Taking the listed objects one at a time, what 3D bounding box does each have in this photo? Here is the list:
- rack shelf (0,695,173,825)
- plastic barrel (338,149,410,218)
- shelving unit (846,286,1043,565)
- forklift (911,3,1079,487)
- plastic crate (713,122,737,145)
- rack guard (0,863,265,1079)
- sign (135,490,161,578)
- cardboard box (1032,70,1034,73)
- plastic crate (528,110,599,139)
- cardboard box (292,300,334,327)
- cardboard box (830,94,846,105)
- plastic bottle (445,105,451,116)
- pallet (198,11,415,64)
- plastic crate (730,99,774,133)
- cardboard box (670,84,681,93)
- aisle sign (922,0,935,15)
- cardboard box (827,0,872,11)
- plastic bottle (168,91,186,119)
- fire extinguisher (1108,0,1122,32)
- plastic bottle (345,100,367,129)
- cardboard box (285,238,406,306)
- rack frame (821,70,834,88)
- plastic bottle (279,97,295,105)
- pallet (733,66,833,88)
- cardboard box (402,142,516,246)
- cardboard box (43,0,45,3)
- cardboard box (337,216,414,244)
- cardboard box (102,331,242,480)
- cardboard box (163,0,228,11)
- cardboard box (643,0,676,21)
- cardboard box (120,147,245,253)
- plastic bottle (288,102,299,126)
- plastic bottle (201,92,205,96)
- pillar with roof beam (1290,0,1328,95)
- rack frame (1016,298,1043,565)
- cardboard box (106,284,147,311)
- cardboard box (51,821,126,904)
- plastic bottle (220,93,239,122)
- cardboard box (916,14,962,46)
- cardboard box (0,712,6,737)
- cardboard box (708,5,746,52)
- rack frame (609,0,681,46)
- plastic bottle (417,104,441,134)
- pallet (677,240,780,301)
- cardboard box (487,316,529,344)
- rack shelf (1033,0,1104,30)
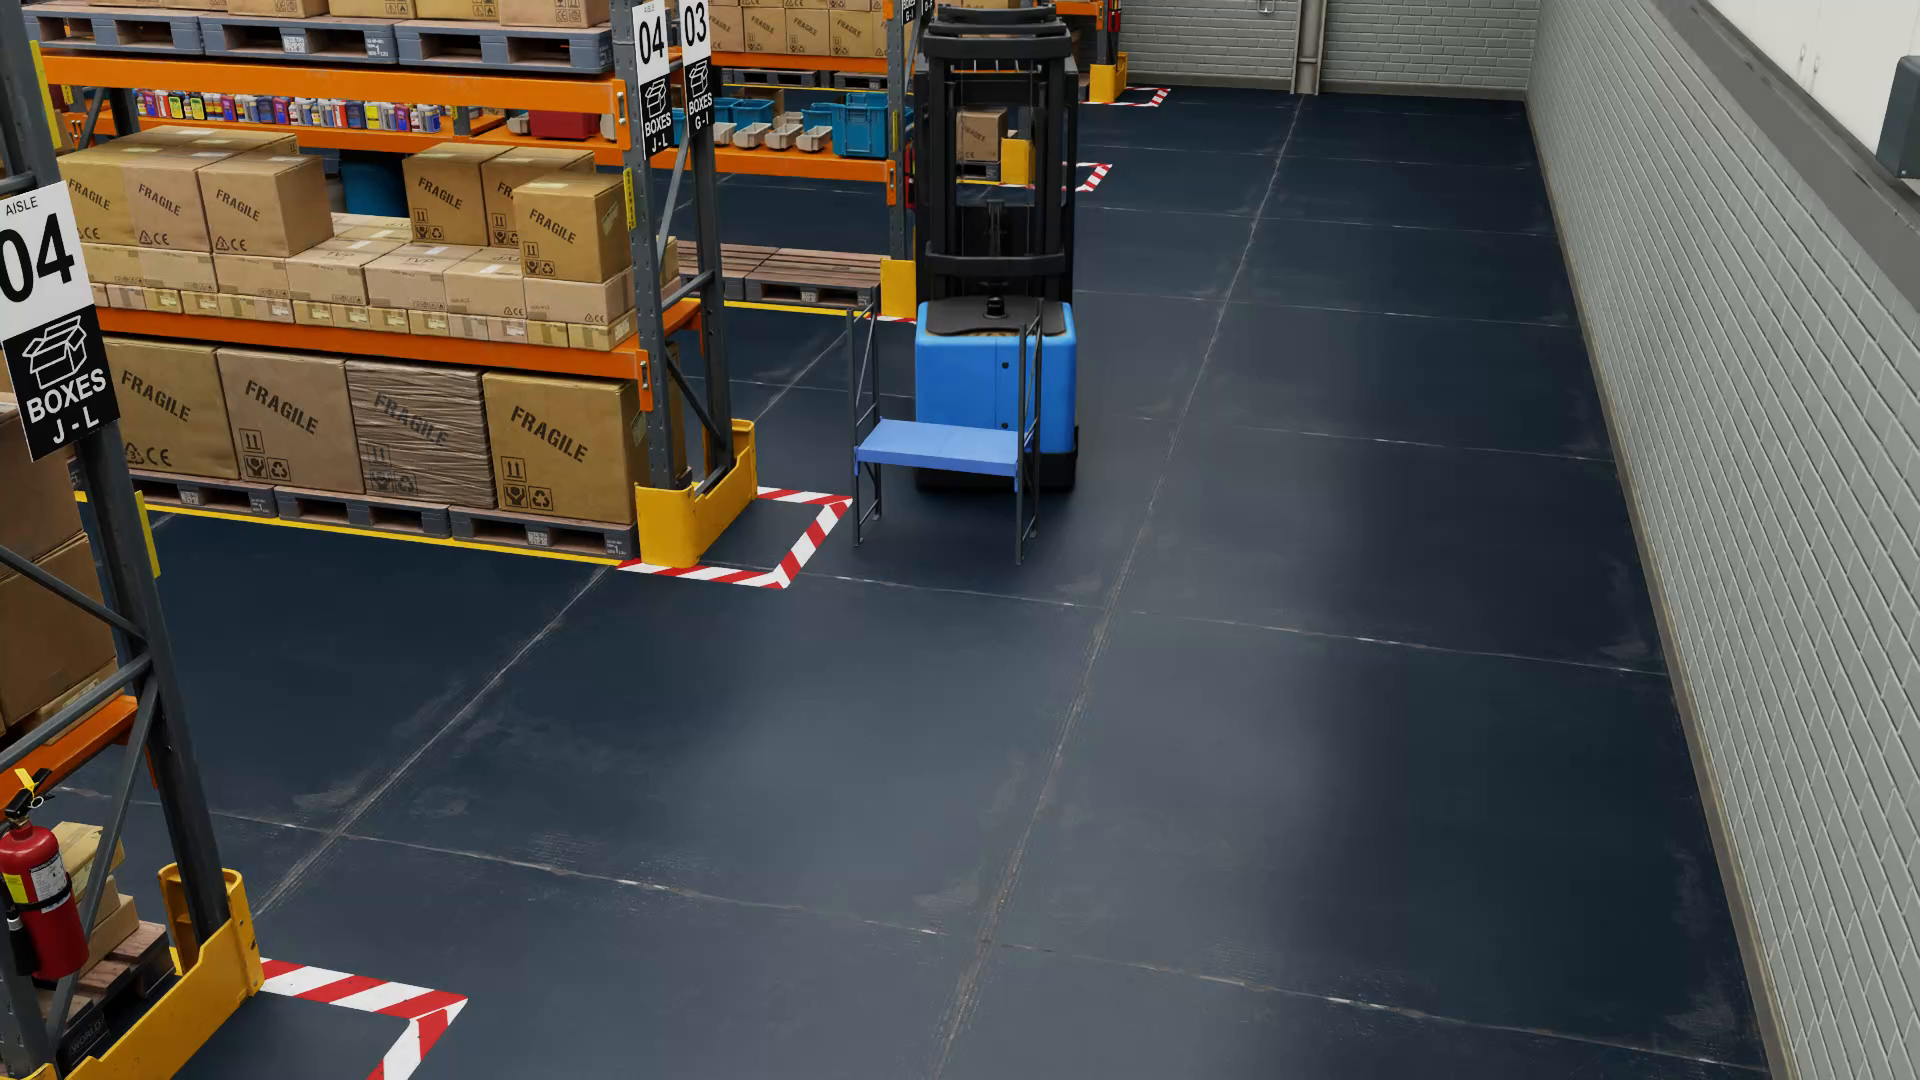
[{"bbox_3d":[-4.911,0.723,6.080,4.000,0.370,1.077,6,26,13],"label":"rack shelf"},{"bbox_3d":[-5.489,-3.316,15.677,0.708,0.901,0.600,6,26,13],"label":"plastic barrel"},{"bbox_3d":[-0.083,-0.686,9.947,1.048,1.500,0.538,6,26,13],"label":"shelving unit"},{"bbox_3d":[0.238,-2.251,11.568,1.130,2.935,3.031,0,25,0],"label":"forklift"},{"bbox_3d":[-2.086,-3.505,14.359,0.250,0.136,0.298,6,26,13],"label":"plastic crate"},{"bbox_3d":[-3.047,1.732,6.030,0.348,0.500,1.175,6,26,13],"label":"rack guard"},{"bbox_3d":[-2.839,-0.005,5.764,0.005,0.325,0.100,6,26,13],"label":"sign"},{"bbox_3d":[0.873,-6.776,23.413,0.500,0.500,0.700,6,26,13],"label":"cardboard box"},{"bbox_3d":[-3.479,-3.788,14.574,0.583,0.464,0.402,6,26,13],"label":"plastic crate"},{"bbox_3d":[-3.801,-1.421,10.037,0.250,0.149,0.380,6,26,11],"label":"cardboard box"},{"bbox_3d":[-1.223,-4.867,19.375,0.637,0.503,0.797,6,26,13],"label":"cardboard box"},{"bbox_3d":[-4.775,-4.079,15.558,0.097,0.201,0.097,0,25,0],"label":"plastic bottle"},{"bbox_3d":[-3.547,-2.961,9.594,1.213,0.211,1.003,6,26,13],"label":"pallet"},{"bbox_3d":[-1.839,-3.760,14.783,0.300,0.233,0.416,6,26,13],"label":"plastic crate"},{"bbox_3d":[-3.451,-5.217,20.115,0.500,0.500,0.500,5,26,11],"label":"cardboard box"},{"bbox_3d":[-0.263,-4.794,13.806,0.004,0.787,0.394,6,26,13],"label":"aisle sign"},{"bbox_3d":[-1.159,-6.158,18.415,0.500,0.500,0.500,7,26,15],"label":"cardboard box"},{"bbox_3d":[-7.250,-4.044,15.391,0.133,0.283,0.061,6,26,13],"label":"plastic bottle"},{"bbox_3d":[2.092,-7.217,22.443,0.183,0.674,0.296,6,26,13],"label":"fire extinguisher"},{"bbox_3d":[-5.432,-3.892,14.993,0.185,0.351,0.144,6,26,13],"label":"plastic bottle"},{"bbox_3d":[-3.665,-1.613,9.977,0.500,0.250,0.500,6,26,13],"label":"cardboard box"},{"bbox_3d":[-1.814,-8.057,23.683,0.127,3.000,1.000,6,26,13],"label":"rack frame"},{"bbox_3d":[-6.407,-4.240,15.802,0.133,0.283,0.061,6,26,13],"label":"plastic bottle"},{"bbox_3d":[-2.580,-6.849,24.390,1.213,0.211,1.003,6,26,13],"label":"pallet"},{"bbox_3d":[-3.026,-2.118,10.164,0.500,0.500,0.500,6,26,12],"label":"cardboard box"},{"bbox_3d":[-11.735,-6.994,21.336,0.500,0.500,0.700,6,26,12],"label":"cardboard box"},{"bbox_3d":[-3.536,-1.834,10.442,0.500,0.250,0.500,6,26,12],"label":"cardboard box"},{"bbox_3d":[-4.895,-0.997,10.837,0.875,0.875,0.875,6,26,13],"label":"cardboard box"},{"bbox_3d":[-4.222,-3.386,9.663,0.500,0.500,0.700,8,27,16],"label":"cardboard box"},{"bbox_3d":[-3.447,-6.373,19.541,0.500,0.500,0.700,-2,26,-5],"label":"cardboard box"},{"bbox_3d":[-4.639,-2.062,10.047,0.500,0.500,0.500,6,26,13],"label":"cardboard box"},{"bbox_3d":[-6.059,-3.884,15.149,0.097,0.201,0.097,0,25,0],"label":"plastic bottle"},{"bbox_3d":[-7.326,-4.361,16.151,0.097,0.201,0.097,0,25,0],"label":"plastic bottle"},{"bbox_3d":[3.819,-8.616,17.879,0.400,9.000,9.100,6,26,13],"label":"pillar with roof beam"},{"bbox_3d":[0.410,-0.632,9.832,0.032,1.500,0.500,6,26,13],"label":"rack frame"},{"bbox_3d":[-5.056,-1.559,10.327,0.250,0.149,0.380,5,26,11],"label":"cardboard box"},{"bbox_3d":[-3.396,1.243,6.285,0.250,0.149,0.380,5,26,11],"label":"cardboard box"},{"bbox_3d":[-6.709,-3.984,15.265,0.133,0.283,0.061,6,26,13],"label":"plastic bottle"},{"bbox_3d":[-0.175,-5.600,18.406,0.500,0.500,0.500,7,26,13],"label":"cardboard box"},{"bbox_3d":[-3.473,0.492,5.266,0.500,0.500,0.500,7,26,14],"label":"cardboard box"},{"bbox_3d":[-2.618,-5.871,18.976,0.500,0.500,0.500,7,26,14],"label":"cardboard box"},{"bbox_3d":[-1.641,-4.151,8.500,0.127,3.000,1.000,6,26,13],"label":"rack frame"},{"bbox_3d":[-4.743,-3.784,14.853,0.135,0.276,0.152,6,26,13],"label":"plastic bottle"},{"bbox_3d":[-2.374,-2.481,15.216,1.213,0.211,1.003,6,26,13],"label":"pallet"},{"bbox_3d":[-2.564,-1.284,9.750,0.250,0.149,0.380,6,26,13],"label":"cardboard box"},{"bbox_3d":[0.123,-7.518,23.388,4.000,0.370,1.077,6,26,13],"label":"rack shelf"}]
